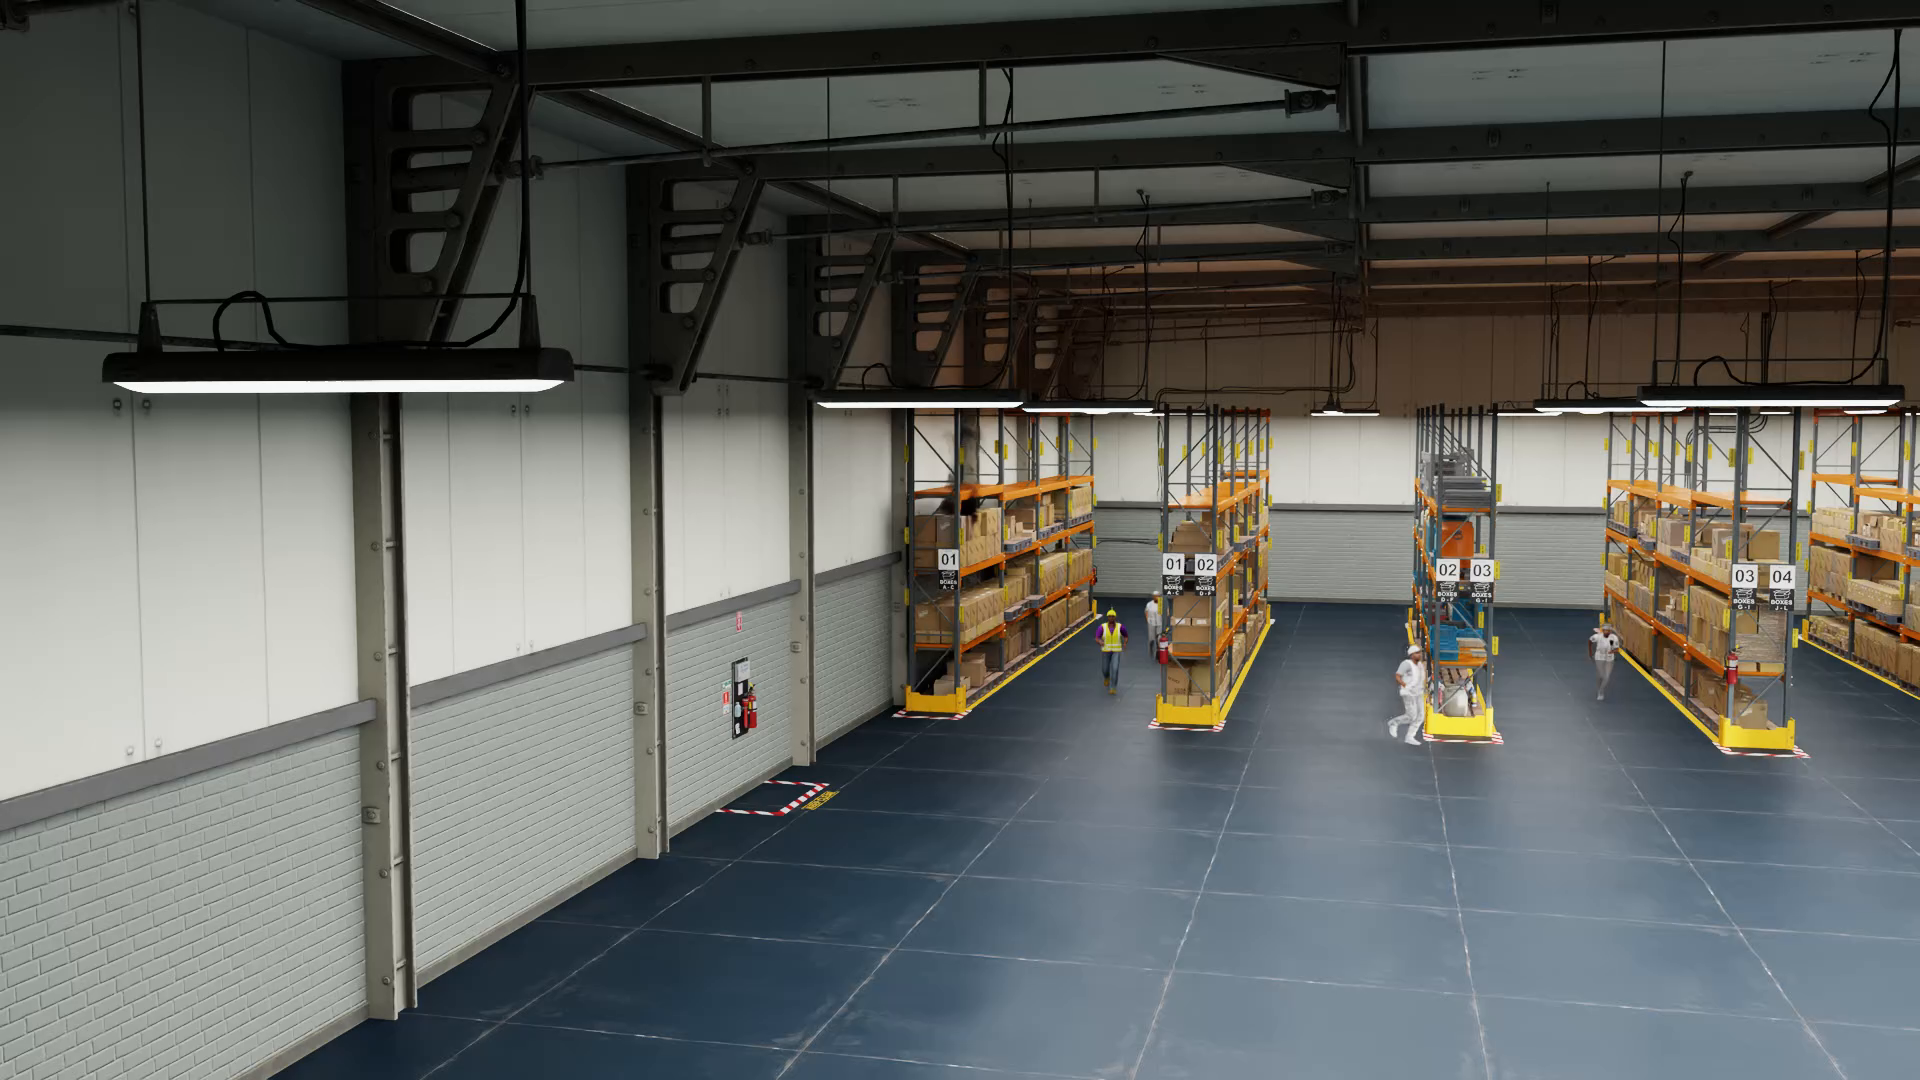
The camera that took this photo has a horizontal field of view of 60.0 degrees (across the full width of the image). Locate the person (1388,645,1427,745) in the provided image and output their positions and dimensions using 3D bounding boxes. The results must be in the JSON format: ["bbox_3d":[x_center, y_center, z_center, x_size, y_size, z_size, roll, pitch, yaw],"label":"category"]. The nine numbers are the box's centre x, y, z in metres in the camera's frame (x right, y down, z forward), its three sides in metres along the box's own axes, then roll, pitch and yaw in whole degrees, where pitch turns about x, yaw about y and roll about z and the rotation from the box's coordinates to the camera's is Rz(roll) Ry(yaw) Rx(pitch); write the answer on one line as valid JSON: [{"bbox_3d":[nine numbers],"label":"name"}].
[{"bbox_3d":[7.953,2.723,29.395,0.706,1.738,0.618,-3,5,-40],"label":"person"}]

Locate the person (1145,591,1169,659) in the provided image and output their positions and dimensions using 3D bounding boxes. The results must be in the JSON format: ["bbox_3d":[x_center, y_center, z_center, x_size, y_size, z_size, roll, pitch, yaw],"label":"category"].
[{"bbox_3d":[4.670,2.028,39.496,0.586,1.634,0.583,1,4,11],"label":"person"}]

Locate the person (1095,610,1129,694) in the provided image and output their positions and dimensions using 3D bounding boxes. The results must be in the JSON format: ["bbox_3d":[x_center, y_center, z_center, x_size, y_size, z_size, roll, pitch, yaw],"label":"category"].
[{"bbox_3d":[3.178,2.329,34.776,0.714,1.733,0.791,0,4,6],"label":"person"}]

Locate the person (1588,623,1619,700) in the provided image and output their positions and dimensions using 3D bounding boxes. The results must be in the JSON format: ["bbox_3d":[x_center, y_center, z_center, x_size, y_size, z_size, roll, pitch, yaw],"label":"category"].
[{"bbox_3d":[13.077,2.465,33.762,0.562,1.611,0.703,1,4,11],"label":"person"}]
